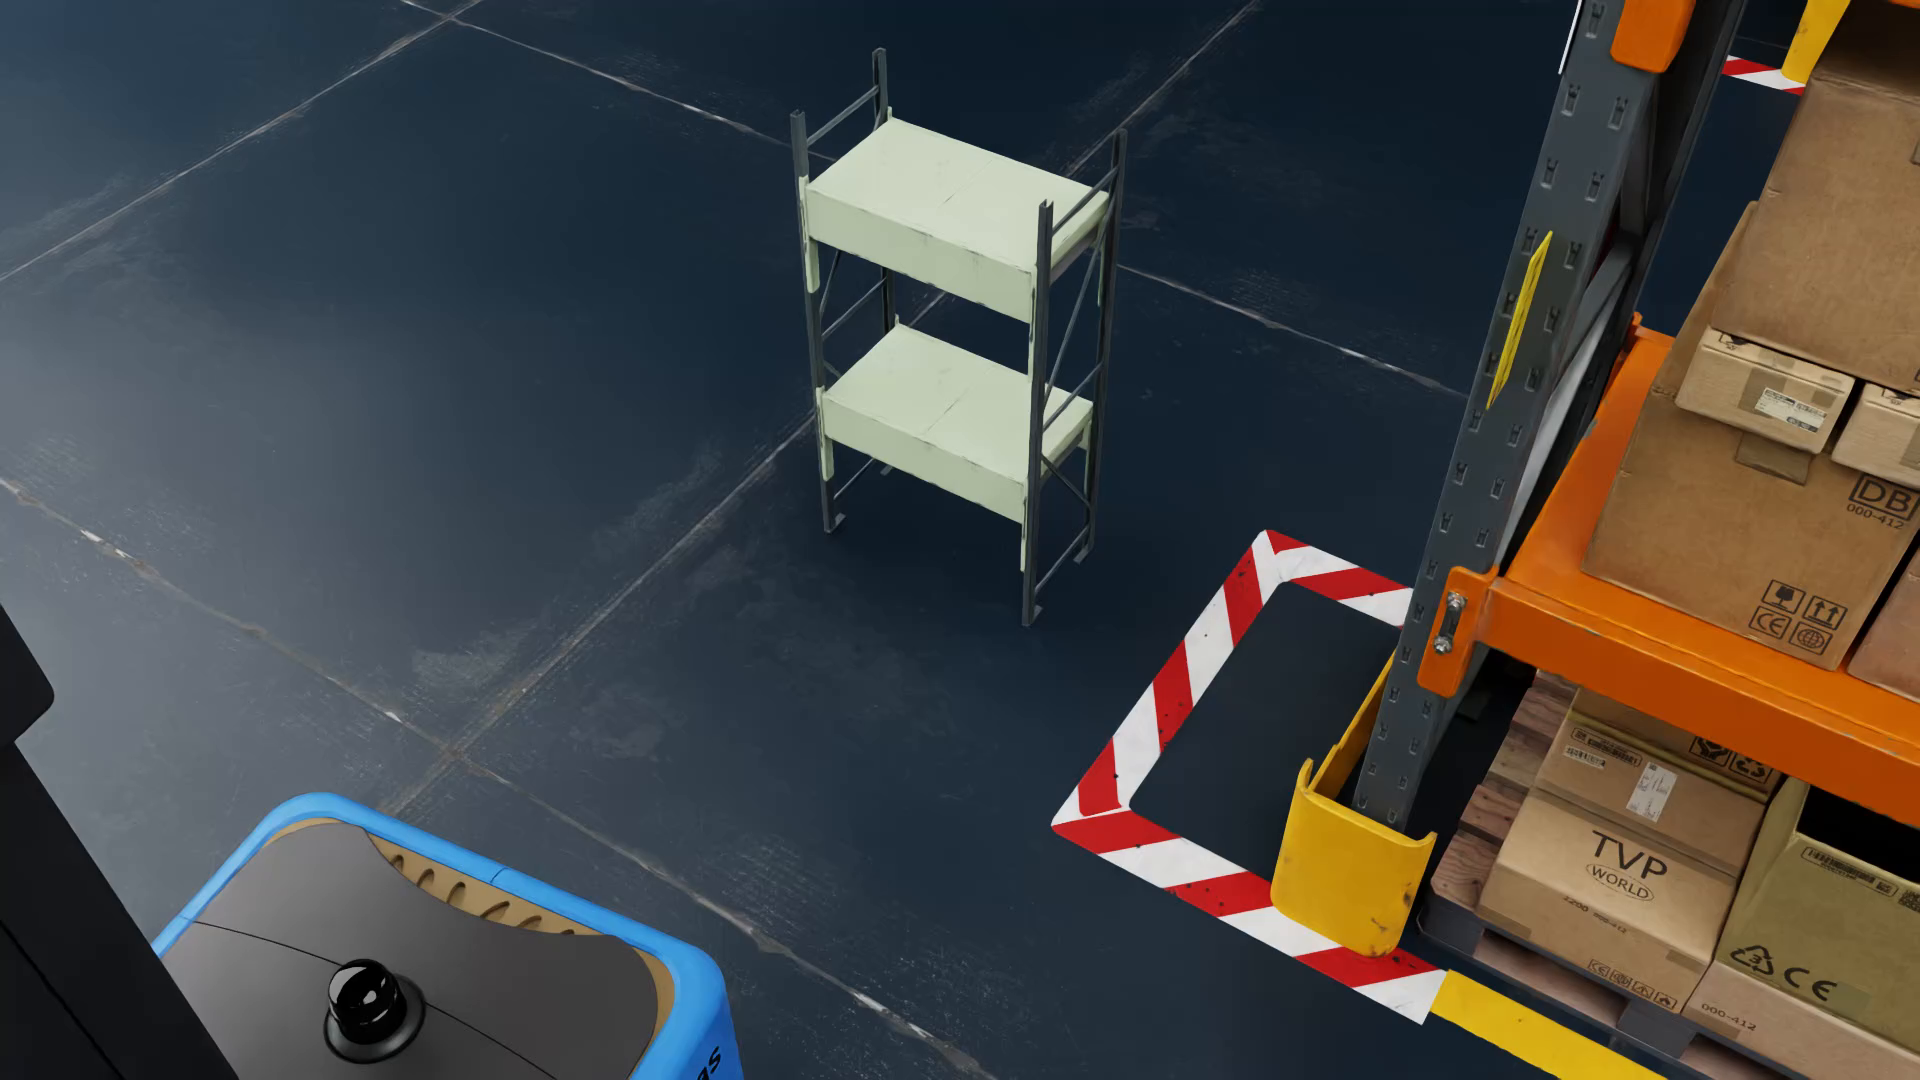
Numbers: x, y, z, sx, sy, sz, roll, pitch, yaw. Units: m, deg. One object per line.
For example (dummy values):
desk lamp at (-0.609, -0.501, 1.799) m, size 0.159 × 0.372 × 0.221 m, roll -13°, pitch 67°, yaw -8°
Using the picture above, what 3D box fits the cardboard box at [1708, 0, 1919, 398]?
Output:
cardboard box at (1.696, -0.655, 2.821) m, size 0.500 × 0.500 × 0.700 m, roll 25°, pitch 51°, yaw 22°

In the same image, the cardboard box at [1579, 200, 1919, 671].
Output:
cardboard box at (1.652, -0.223, 3.306) m, size 0.500 × 0.500 × 0.700 m, roll 25°, pitch 51°, yaw 22°

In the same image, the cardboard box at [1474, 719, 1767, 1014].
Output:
cardboard box at (1.597, 0.777, 4.028) m, size 0.500 × 0.250 × 0.500 m, roll 25°, pitch 51°, yaw 22°

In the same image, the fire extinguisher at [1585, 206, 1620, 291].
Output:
fire extinguisher at (1.417, -0.676, 3.869) m, size 0.183 × 0.674 × 0.296 m, roll 25°, pitch 51°, yaw 22°

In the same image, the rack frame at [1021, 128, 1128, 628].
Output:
rack frame at (0.302, -0.384, 4.577) m, size 0.023 × 1.500 × 0.400 m, roll 25°, pitch 51°, yaw 22°

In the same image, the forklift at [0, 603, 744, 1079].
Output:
forklift at (-1.482, 1.311, 1.932) m, size 1.130 × 2.935 × 3.031 m, roll 18°, pitch 49°, yaw 17°

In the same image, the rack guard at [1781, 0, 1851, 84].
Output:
rack guard at (4.001, -2.468, 7.300) m, size 0.348 × 0.500 × 1.175 m, roll 25°, pitch 51°, yaw 22°

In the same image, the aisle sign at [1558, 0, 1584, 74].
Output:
aisle sign at (1.045, -1.123, 2.437) m, size 0.004 × 0.787 × 0.394 m, roll 25°, pitch 51°, yaw 22°

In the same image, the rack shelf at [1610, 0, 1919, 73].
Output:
rack shelf at (2.949, -0.397, 1.954) m, size 4.000 × 0.370 × 1.077 m, roll 25°, pitch 51°, yaw 22°

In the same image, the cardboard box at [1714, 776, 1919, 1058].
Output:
cardboard box at (2.019, 0.708, 3.572) m, size 0.500 × 0.500 × 0.500 m, roll 25°, pitch 51°, yaw 22°

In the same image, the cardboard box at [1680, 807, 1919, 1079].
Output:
cardboard box at (2.020, 0.968, 3.842) m, size 0.500 × 0.250 × 0.500 m, roll 25°, pitch 51°, yaw 22°

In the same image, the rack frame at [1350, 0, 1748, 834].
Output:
rack frame at (1.266, -0.377, 3.525) m, size 0.127 × 3.000 × 1.000 m, roll 25°, pitch 51°, yaw 22°

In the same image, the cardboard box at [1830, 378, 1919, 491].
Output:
cardboard box at (1.703, -0.255, 2.884) m, size 0.250 × 0.149 × 0.380 m, roll 23°, pitch 50°, yaw 21°

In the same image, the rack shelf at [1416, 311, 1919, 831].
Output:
rack shelf at (2.949, 0.648, 3.030) m, size 4.000 × 0.370 × 1.077 m, roll 25°, pitch 51°, yaw 22°

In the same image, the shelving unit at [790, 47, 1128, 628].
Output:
shelving unit at (-0.006, -0.525, 4.715) m, size 0.755 × 1.500 × 0.431 m, roll 25°, pitch 51°, yaw 22°

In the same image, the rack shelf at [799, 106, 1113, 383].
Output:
rack shelf at (-0.006, -0.797, 4.435) m, size 0.720 × 0.370 × 0.431 m, roll 25°, pitch 51°, yaw 22°

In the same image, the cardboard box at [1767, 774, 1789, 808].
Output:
cardboard box at (2.304, 0.651, 4.151) m, size 0.500 × 0.250 × 0.500 m, roll 25°, pitch 51°, yaw 22°

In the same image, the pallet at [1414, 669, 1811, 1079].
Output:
pallet at (1.932, 0.866, 4.262) m, size 1.213 × 0.211 × 1.003 m, roll 25°, pitch 51°, yaw 22°

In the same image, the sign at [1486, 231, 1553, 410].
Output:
sign at (0.961, -0.373, 2.862) m, size 0.005 × 0.325 × 0.100 m, roll 25°, pitch 51°, yaw 22°

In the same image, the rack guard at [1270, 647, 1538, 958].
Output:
rack guard at (1.245, 0.485, 4.430) m, size 0.348 × 0.500 × 1.175 m, roll 25°, pitch 51°, yaw 22°

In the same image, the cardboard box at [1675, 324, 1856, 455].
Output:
cardboard box at (1.480, -0.356, 2.982) m, size 0.250 × 0.149 × 0.380 m, roll 24°, pitch 51°, yaw 22°

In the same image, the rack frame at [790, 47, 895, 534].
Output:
rack frame at (-0.314, -0.667, 4.852) m, size 0.023 × 1.500 × 0.400 m, roll 25°, pitch 51°, yaw 22°

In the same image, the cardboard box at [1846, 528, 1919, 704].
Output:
cardboard box at (2.096, -0.023, 3.111) m, size 0.500 × 0.500 × 0.700 m, roll 26°, pitch 51°, yaw 23°

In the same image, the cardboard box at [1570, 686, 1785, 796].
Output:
cardboard box at (1.878, 0.202, 4.064) m, size 0.500 × 0.500 × 0.500 m, roll 25°, pitch 51°, yaw 22°

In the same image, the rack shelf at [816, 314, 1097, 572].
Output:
rack shelf at (-0.006, -0.298, 4.948) m, size 0.720 × 0.370 × 0.431 m, roll 25°, pitch 51°, yaw 22°

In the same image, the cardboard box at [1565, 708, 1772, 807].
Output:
cardboard box at (1.877, 0.464, 4.332) m, size 0.500 × 0.250 × 0.500 m, roll 25°, pitch 51°, yaw 22°
